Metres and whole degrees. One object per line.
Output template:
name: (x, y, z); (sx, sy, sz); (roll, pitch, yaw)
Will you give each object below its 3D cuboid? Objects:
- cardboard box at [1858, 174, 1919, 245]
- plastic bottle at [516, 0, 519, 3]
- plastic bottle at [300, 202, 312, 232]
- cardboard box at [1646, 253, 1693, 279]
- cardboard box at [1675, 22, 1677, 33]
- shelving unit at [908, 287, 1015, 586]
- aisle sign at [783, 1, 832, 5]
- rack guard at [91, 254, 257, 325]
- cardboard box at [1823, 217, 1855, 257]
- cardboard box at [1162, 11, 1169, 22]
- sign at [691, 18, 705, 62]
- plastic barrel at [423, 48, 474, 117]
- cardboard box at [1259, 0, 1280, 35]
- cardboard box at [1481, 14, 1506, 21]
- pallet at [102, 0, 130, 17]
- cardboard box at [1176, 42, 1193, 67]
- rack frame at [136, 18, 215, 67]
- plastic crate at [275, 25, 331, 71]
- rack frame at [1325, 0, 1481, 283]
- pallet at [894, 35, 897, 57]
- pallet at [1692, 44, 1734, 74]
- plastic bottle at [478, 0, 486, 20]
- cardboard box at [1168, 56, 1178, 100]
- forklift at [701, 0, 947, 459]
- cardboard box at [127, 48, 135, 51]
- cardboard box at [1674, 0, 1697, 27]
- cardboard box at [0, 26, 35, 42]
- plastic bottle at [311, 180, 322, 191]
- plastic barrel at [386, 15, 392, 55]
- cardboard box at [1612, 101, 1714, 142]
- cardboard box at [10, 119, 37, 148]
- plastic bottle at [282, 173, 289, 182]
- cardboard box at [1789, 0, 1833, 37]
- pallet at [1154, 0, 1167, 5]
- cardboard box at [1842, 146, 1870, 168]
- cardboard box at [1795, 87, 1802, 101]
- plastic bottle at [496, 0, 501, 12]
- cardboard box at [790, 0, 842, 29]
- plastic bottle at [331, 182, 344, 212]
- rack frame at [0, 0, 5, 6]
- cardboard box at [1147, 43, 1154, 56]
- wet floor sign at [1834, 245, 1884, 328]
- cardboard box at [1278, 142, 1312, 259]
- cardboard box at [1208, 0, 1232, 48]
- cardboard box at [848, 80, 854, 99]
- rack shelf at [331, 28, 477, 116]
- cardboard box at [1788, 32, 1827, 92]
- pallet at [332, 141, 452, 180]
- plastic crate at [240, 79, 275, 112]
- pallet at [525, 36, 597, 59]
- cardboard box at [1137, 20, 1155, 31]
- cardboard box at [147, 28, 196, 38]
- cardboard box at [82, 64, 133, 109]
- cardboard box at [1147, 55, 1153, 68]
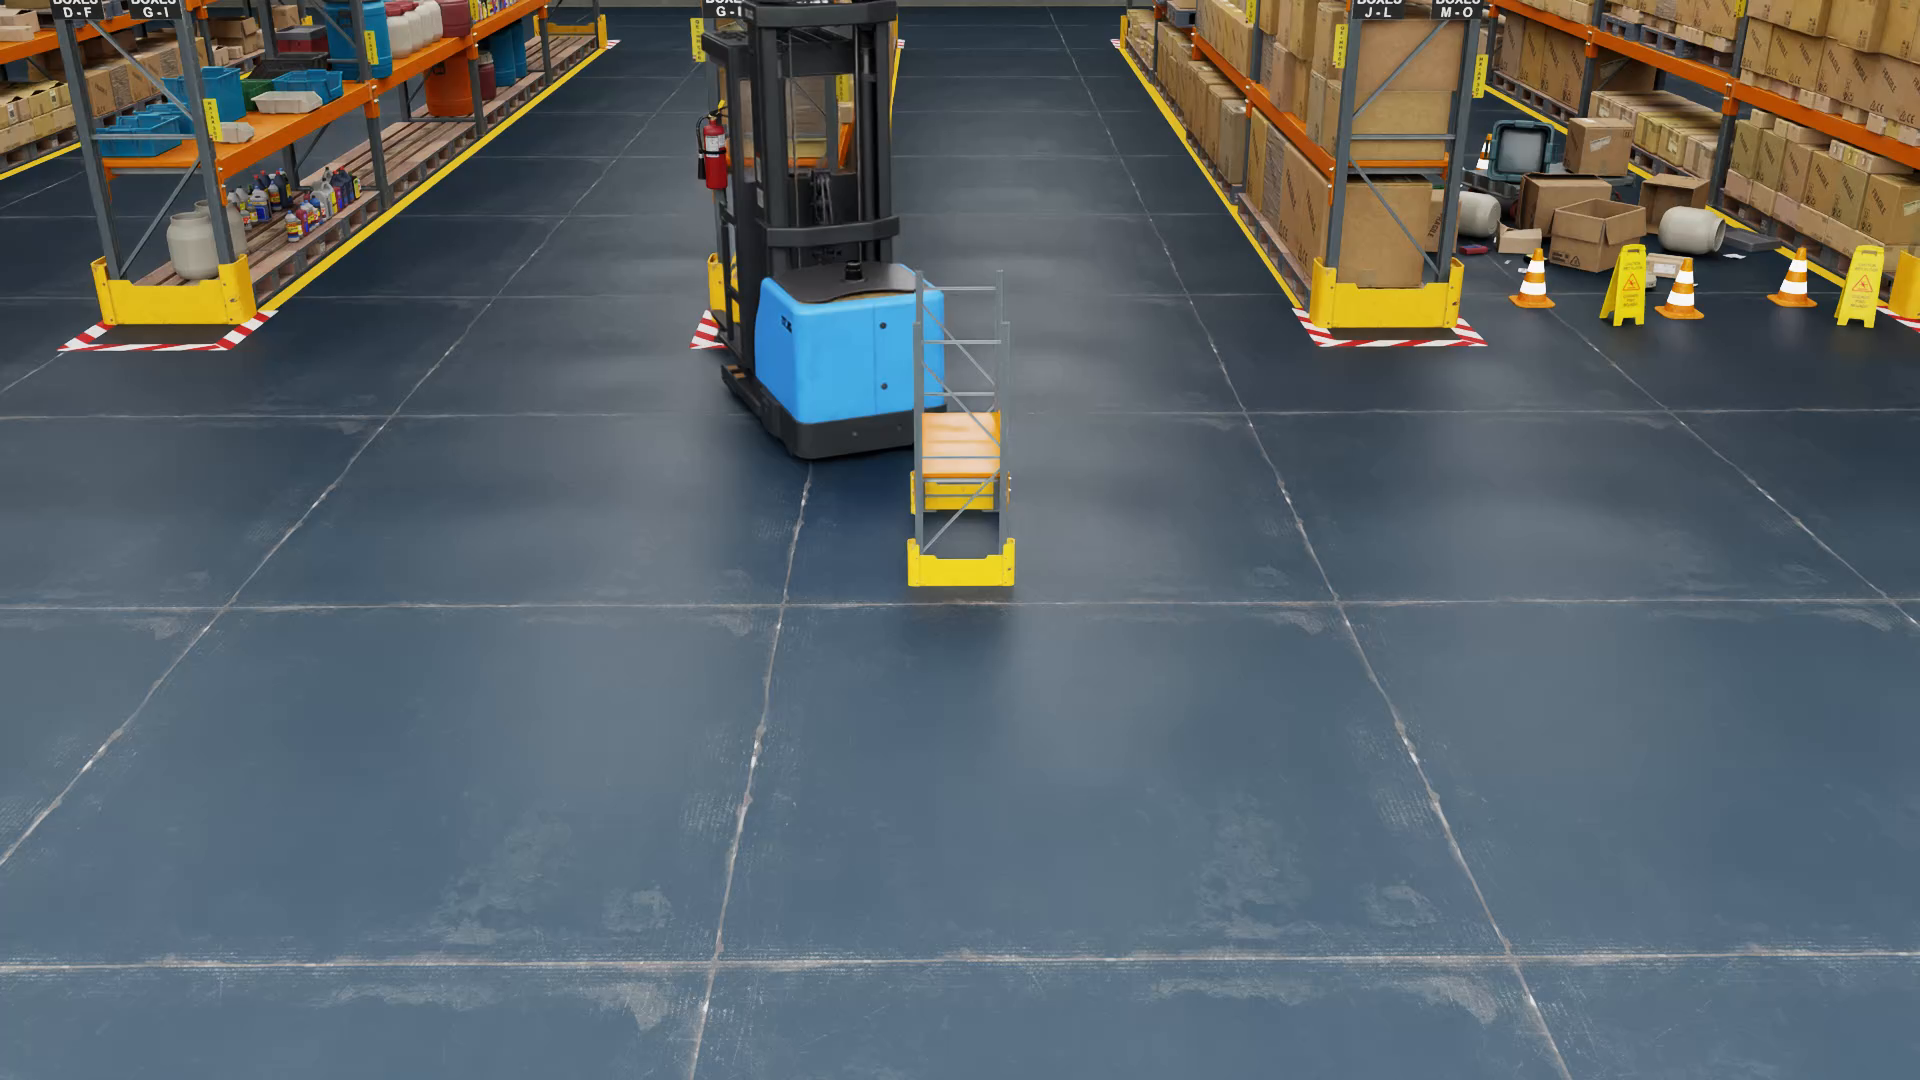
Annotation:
cardboard box: (8.167, -2.853, 14.335); (0.500, 0.500, 0.500); (0, 24, 0)
plastic bottle: (-6.217, -7.646, 23.075); (0.144, 0.351, 0.185); (0, 24, -1)
plastic bottle: (-6.137, -3.024, 15.573); (0.097, 0.271, 0.097); (0, 24, 0)
cardboard box: (6.402, -2.476, 15.043); (0.380, 0.149, 0.250); (13, 27, 27)
cardboard box: (8.214, -5.709, 18.528); (0.380, 0.149, 0.250); (-1, 24, -2)
shelving unit: (0.001, -0.652, 9.371); (0.587, 1.500, 1.083); (0, 24, -1)
aisle sign: (-1.172, -4.359, 12.594); (0.394, 0.787, 0.004); (0, 24, -1)
rack guard: (-6.473, -2.069, 13.718); (1.175, 0.500, 0.348); (0, 24, -1)
cardboard box: (8.161, -2.728, 14.968); (0.500, 0.250, 0.500); (0, 24, 0)
cardboard box: (3.518, -8.616, 27.387); (0.380, 0.149, 0.250); (0, 24, 0)
sign: (-2.028, -3.877, 12.893); (0.100, 0.325, 0.005); (0, 24, -1)
plastic barrel: (-6.535, -5.877, 21.229); (0.600, 0.830, 0.708); (0, 24, -1)
cardboard box: (3.414, -5.236, 16.195); (0.875, 0.550, 0.550); (0, 24, -1)
cardboard box: (8.388, -8.212, 26.867); (0.875, 0.438, 0.875); (0, 24, 1)
pallet: (-11.492, -7.167, 22.189); (1.003, 0.211, 1.213); (0, 24, -1)
cardboard box: (3.115, -6.359, 21.784); (0.500, 0.250, 0.500); (0, 24, 0)
rack frame: (-11.510, -8.101, 24.022); (1.000, 3.000, 0.127); (0, 24, -1)
plastic crate: (-6.780, -5.052, 17.204); (0.402, 0.464, 0.583); (0, 24, -1)
rack frame: (3.488, -3.180, 13.141); (1.000, 3.000, 0.127); (0, 24, -1)
pallet: (-1.560, -8.192, 27.608); (1.003, 0.211, 1.213); (0, 24, -1)
pallet: (8.530, -5.120, 17.664); (1.003, 0.211, 1.213); (0, 24, -1)
plastic bottle: (-6.155, -6.846, 21.389); (0.061, 0.283, 0.133); (0, 24, -1)
cardboard box: (3.108, -6.231, 22.410); (0.500, 0.500, 0.500); (-1, 24, -3)
forklift: (-1.107, -2.439, 11.585); (1.130, 2.935, 3.031); (-9, 26, -20)
cardboard box: (-11.733, -6.536, 23.062); (0.500, 0.500, 0.500); (0, 24, 0)
cardboard box: (8.152, -5.871, 18.099); (0.500, 0.500, 0.500); (1, 24, 1)
cardboard box: (-11.180, -5.969, 19.612); (0.380, 0.149, 0.250); (0, 24, -1)
plastic bottle: (-6.320, -3.430, 16.466); (0.152, 0.276, 0.135); (0, 24, -1)
plastic barrel: (-6.260, -5.282, 17.625); (0.433, 0.535, 0.433); (0, 24, 0)
cardboard box: (8.362, -4.997, 19.839); (0.950, 0.372, 0.625); (-1, 24, -2)
cardboard box: (-11.205, -4.756, 19.453); (0.500, 0.250, 0.500); (0, 24, 1)
plastic bottle: (-6.767, -3.522, 16.660); (0.061, 0.283, 0.133); (0, 24, -1)
cardboard box: (8.143, -4.929, 15.312); (0.700, 0.500, 0.500); (-1, 24, -2)
pallet: (3.220, -7.722, 23.416); (1.003, 0.211, 1.213); (0, 24, -1)
cardboard box: (8.096, -3.403, 14.764); (0.380, 0.149, 0.250); (0, 24, 0)
cardboard box: (8.166, -4.221, 15.748); (0.380, 0.149, 0.250); (0, 24, -1)
plastic bottle: (-6.209, -7.168, 22.110); (0.152, 0.276, 0.135); (0, 24, -1)
cardboard box: (-1.206, -4.064, 13.399); (0.500, 0.500, 0.500); (0, 24, -1)
plastic bottle: (-6.128, -3.378, 16.341); (0.061, 0.283, 0.133); (1, 24, 3)
rack frame: (-16.507, -9.725, 27.613); (1.000, 3.000, 0.127); (0, 24, -1)
cardboard box: (3.020, -7.392, 25.044); (0.380, 0.149, 0.250); (-1, 24, -3)
wet floor sign: (7.369, -2.088, 13.583); (0.267, 0.644, 0.232); (8, 26, 18)
cardboard box: (3.403, -3.045, 14.911); (0.875, 0.875, 0.875); (-1, 24, -1)
cardboard box: (3.149, -5.918, 19.074); (0.500, 0.500, 0.500); (0, 24, -1)
cardboard box: (-1.170, -4.337, 16.004); (0.380, 0.149, 0.250); (0, 24, -1)
rack shelf: (-6.491, -5.322, 18.749); (1.077, 0.370, 4.000); (0, 24, -1)
cardboard box: (8.140, -4.477, 15.526); (0.500, 0.500, 0.500); (0, 24, -1)
pallet: (-6.533, -4.382, 19.183); (1.003, 0.211, 1.213); (0, 24, -1)
plastic crate: (-6.737, -4.168, 15.583); (0.450, 0.188, 0.662); (0, 24, -1)
pallet: (-6.630, -8.159, 27.535); (1.003, 0.211, 1.213); (0, 24, -1)
cardboard box: (3.013, -8.177, 26.417); (0.380, 0.149, 0.250); (0, 24, 0)
cardboard box: (-11.799, -7.396, 24.962); (0.500, 0.500, 0.500); (0, 24, -1)
cardboard box: (-11.196, -5.919, 21.696); (0.500, 0.500, 0.500); (-1, 24, -2)
cardboard box: (3.012, -7.177, 24.929); (0.380, 0.149, 0.250); (0, 24, 0)
